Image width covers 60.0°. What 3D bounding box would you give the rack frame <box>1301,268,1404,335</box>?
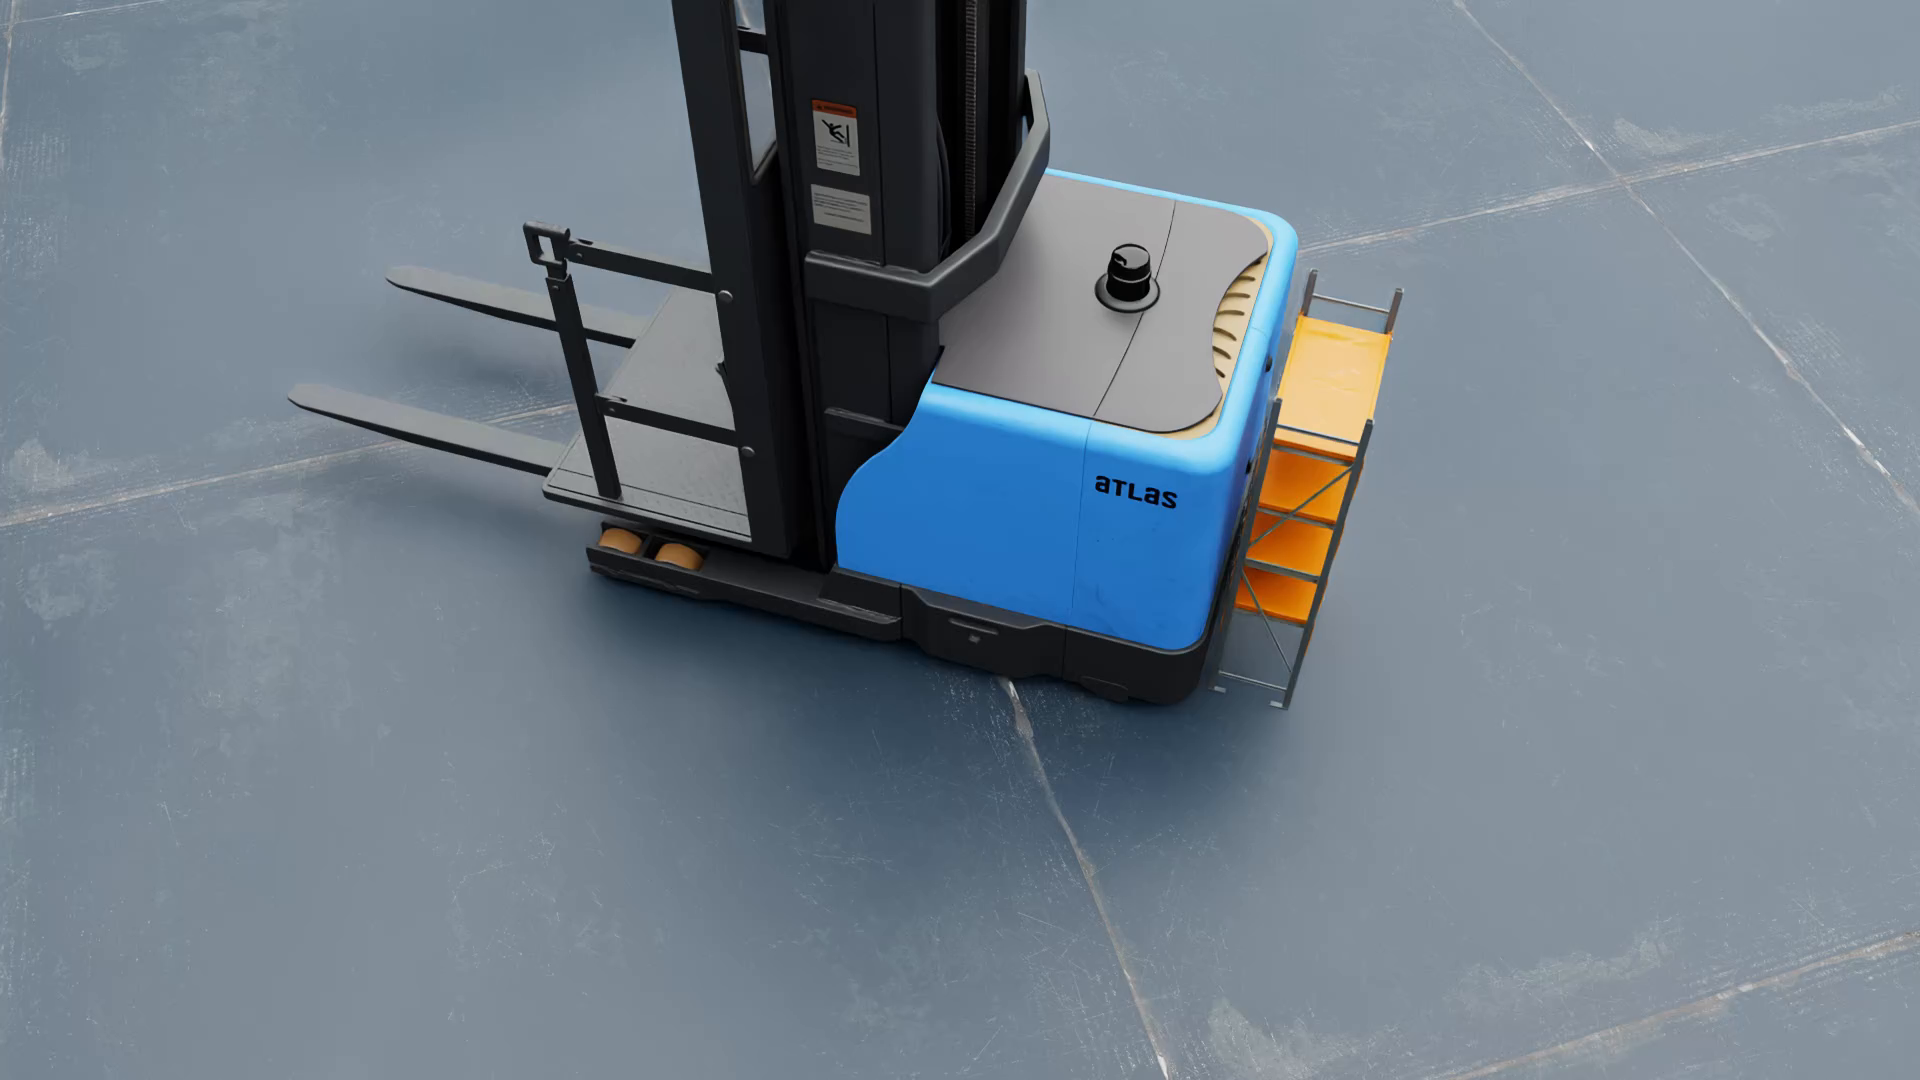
[{"bbox_3d":[1.000,-0.278,4.696,0.240,1.200,0.015,14,51,11],"label":"rack frame"}]

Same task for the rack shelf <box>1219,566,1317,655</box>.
[{"bbox_3d":[0.921,0.070,4.751,0.258,0.148,0.480,14,51,11],"label":"rack shelf"}]

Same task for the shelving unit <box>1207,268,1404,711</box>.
[{"bbox_3d":[0.926,-0.100,4.546,0.258,1.200,0.503,14,51,11],"label":"shelving unit"}]

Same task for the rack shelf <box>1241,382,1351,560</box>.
[{"bbox_3d":[0.929,-0.200,4.426,0.258,0.148,0.480,14,51,11],"label":"rack shelf"}]

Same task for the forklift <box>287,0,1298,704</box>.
[{"bbox_3d":[-0.624,-1.146,4.299,3.031,2.935,1.130,14,51,11],"label":"forklift"}]

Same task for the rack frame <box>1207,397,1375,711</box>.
[{"bbox_3d":[0.851,0.077,4.397,0.240,1.200,0.015,14,51,11],"label":"rack frame"}]

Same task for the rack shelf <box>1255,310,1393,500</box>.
[{"bbox_3d":[0.933,-0.352,4.245,0.258,0.148,0.480,14,51,11],"label":"rack shelf"}]

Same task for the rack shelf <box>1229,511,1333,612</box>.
[{"bbox_3d":[0.925,-0.057,4.598,0.258,0.148,0.480,14,51,11],"label":"rack shelf"}]
